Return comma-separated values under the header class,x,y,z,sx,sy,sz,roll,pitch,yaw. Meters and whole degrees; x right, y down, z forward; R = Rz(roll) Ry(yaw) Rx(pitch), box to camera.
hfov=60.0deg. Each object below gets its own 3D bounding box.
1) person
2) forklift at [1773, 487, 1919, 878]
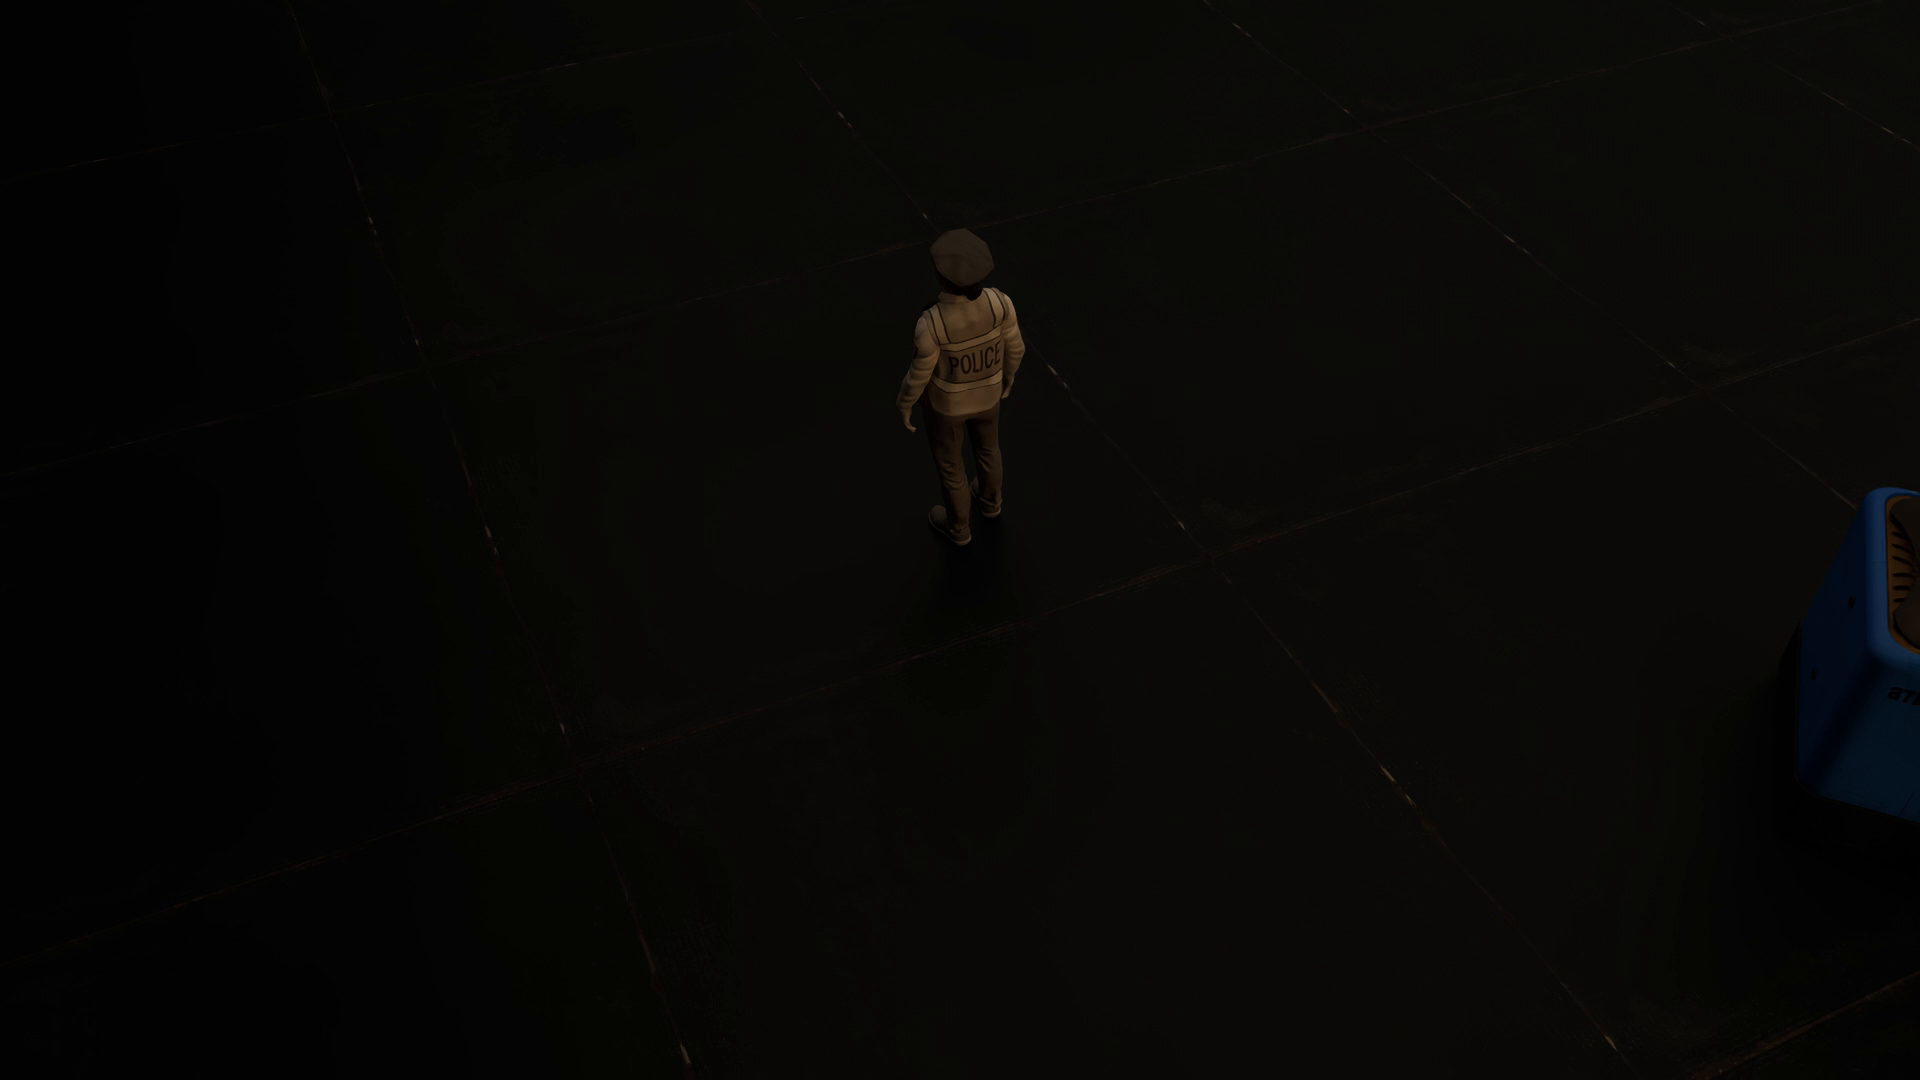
class,x,y,z,sx,sy,sz,roll,pitch,yaw
person,-0.022,-0.669,7.293,0.586,1.694,0.530,-18,46,-18
forklift,4.780,0.158,5.511,3.031,2.935,1.130,15,45,15
